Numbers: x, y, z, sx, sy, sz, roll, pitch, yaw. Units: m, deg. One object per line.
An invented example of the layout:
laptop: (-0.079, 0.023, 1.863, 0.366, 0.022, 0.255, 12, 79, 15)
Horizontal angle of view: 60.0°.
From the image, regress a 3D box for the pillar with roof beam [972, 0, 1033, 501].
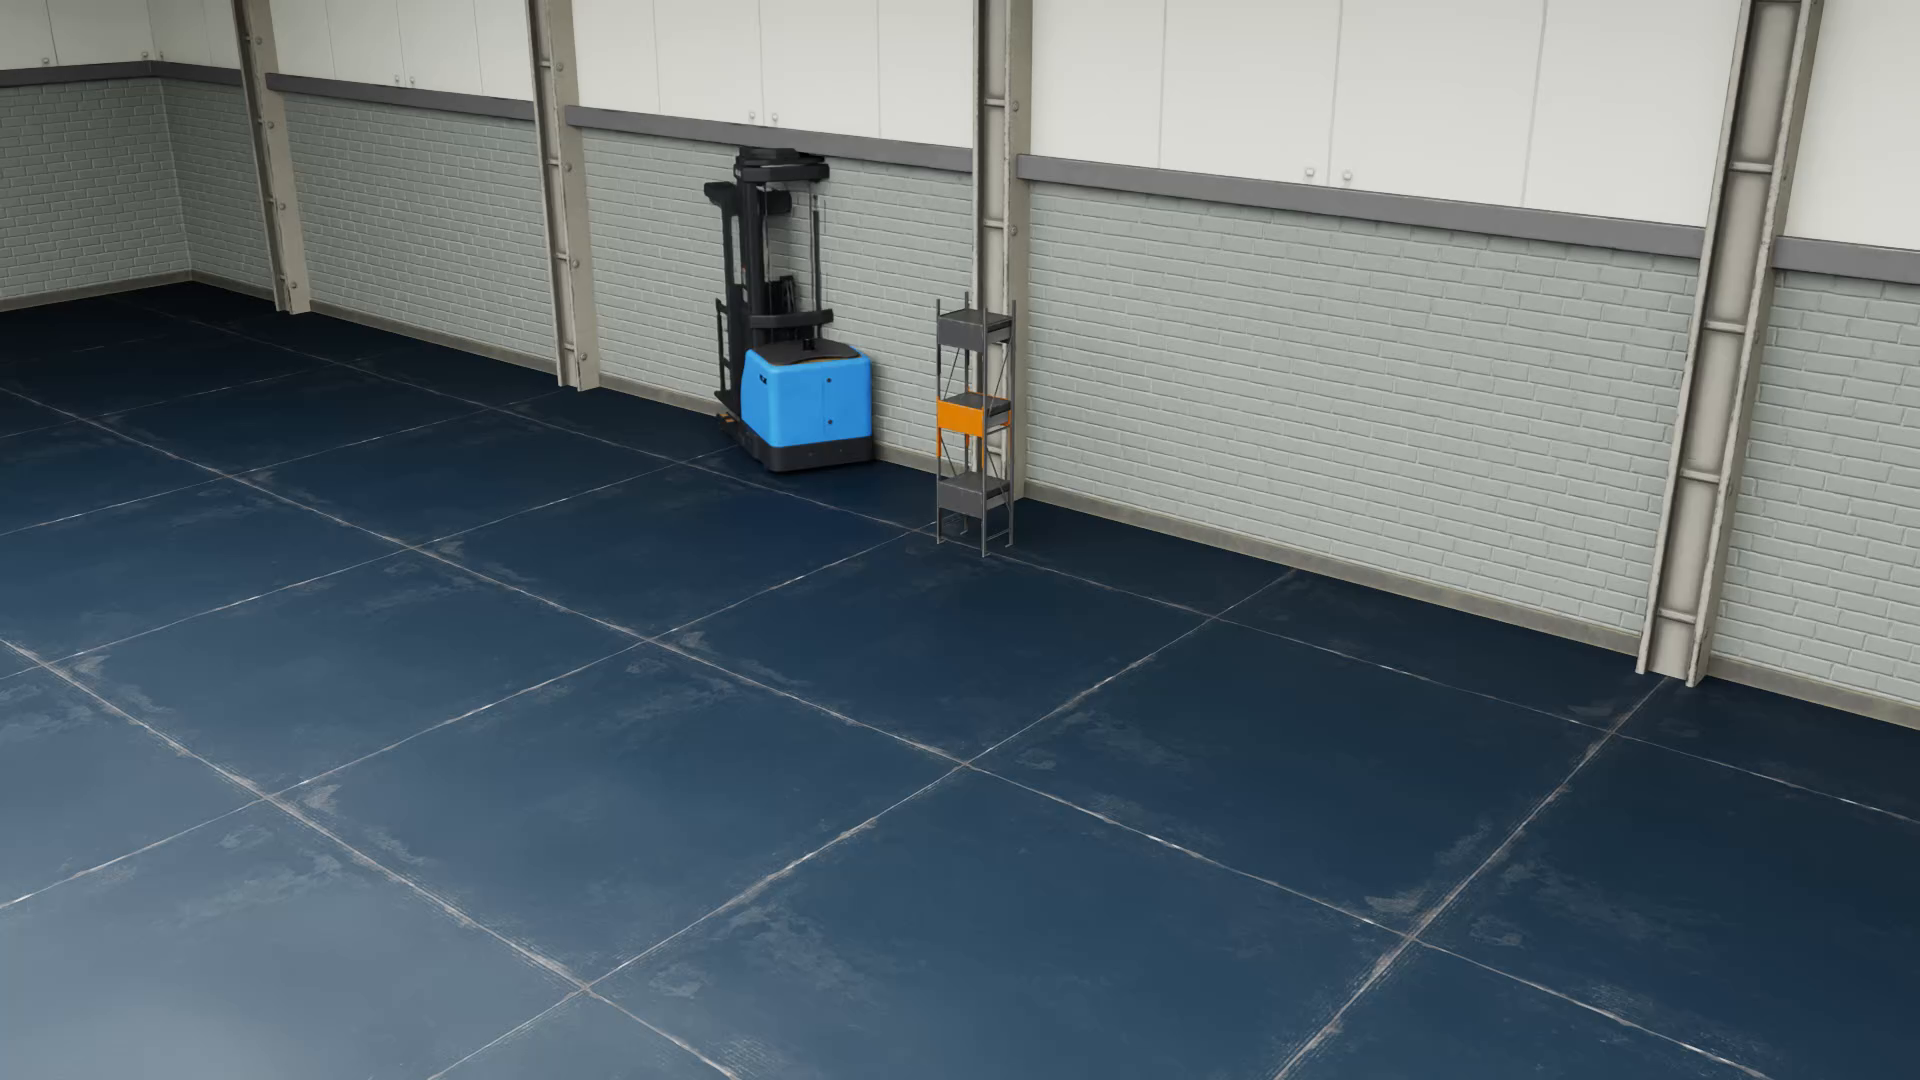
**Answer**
pillar with roof beam: (-2.368, -3.440, 10.537, 0.400, 9.000, 9.100, 16, 26, 36)

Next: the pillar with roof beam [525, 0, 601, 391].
pillar with roof beam: (-7.016, -4.779, 14.087, 0.400, 9.000, 9.100, 16, 26, 36)

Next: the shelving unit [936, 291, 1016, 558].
shelving unit: (0.128, -0.946, 13.700, 0.503, 2.100, 0.431, 16, 26, 36)

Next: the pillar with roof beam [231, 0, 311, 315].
pillar with roof beam: (-11.664, -6.117, 17.637, 0.400, 9.000, 9.100, 16, 26, 36)

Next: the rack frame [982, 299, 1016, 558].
rack frame: (0.317, -0.891, 13.555, 0.015, 2.100, 0.400, 16, 26, 36)

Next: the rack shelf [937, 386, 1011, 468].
rack shelf: (0.128, -0.933, 13.705, 0.480, 0.518, 0.431, 16, 26, 36)

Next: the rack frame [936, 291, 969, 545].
rack frame: (-0.061, -1.000, 13.844, 0.015, 2.100, 0.400, 16, 26, 36)

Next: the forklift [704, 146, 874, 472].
forklift: (-1.870, -2.499, 16.641, 1.130, 2.935, 3.031, -9, 22, -22)

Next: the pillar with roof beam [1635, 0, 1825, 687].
pillar with roof beam: (2.281, -2.102, 6.988, 0.400, 9.000, 9.100, 16, 26, 36)

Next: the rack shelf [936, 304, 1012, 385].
rack shelf: (0.128, -1.588, 13.458, 0.480, 0.518, 0.431, 16, 26, 36)

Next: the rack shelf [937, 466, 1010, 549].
rack shelf: (0.128, -0.278, 13.952, 0.480, 0.518, 0.431, 16, 26, 36)
